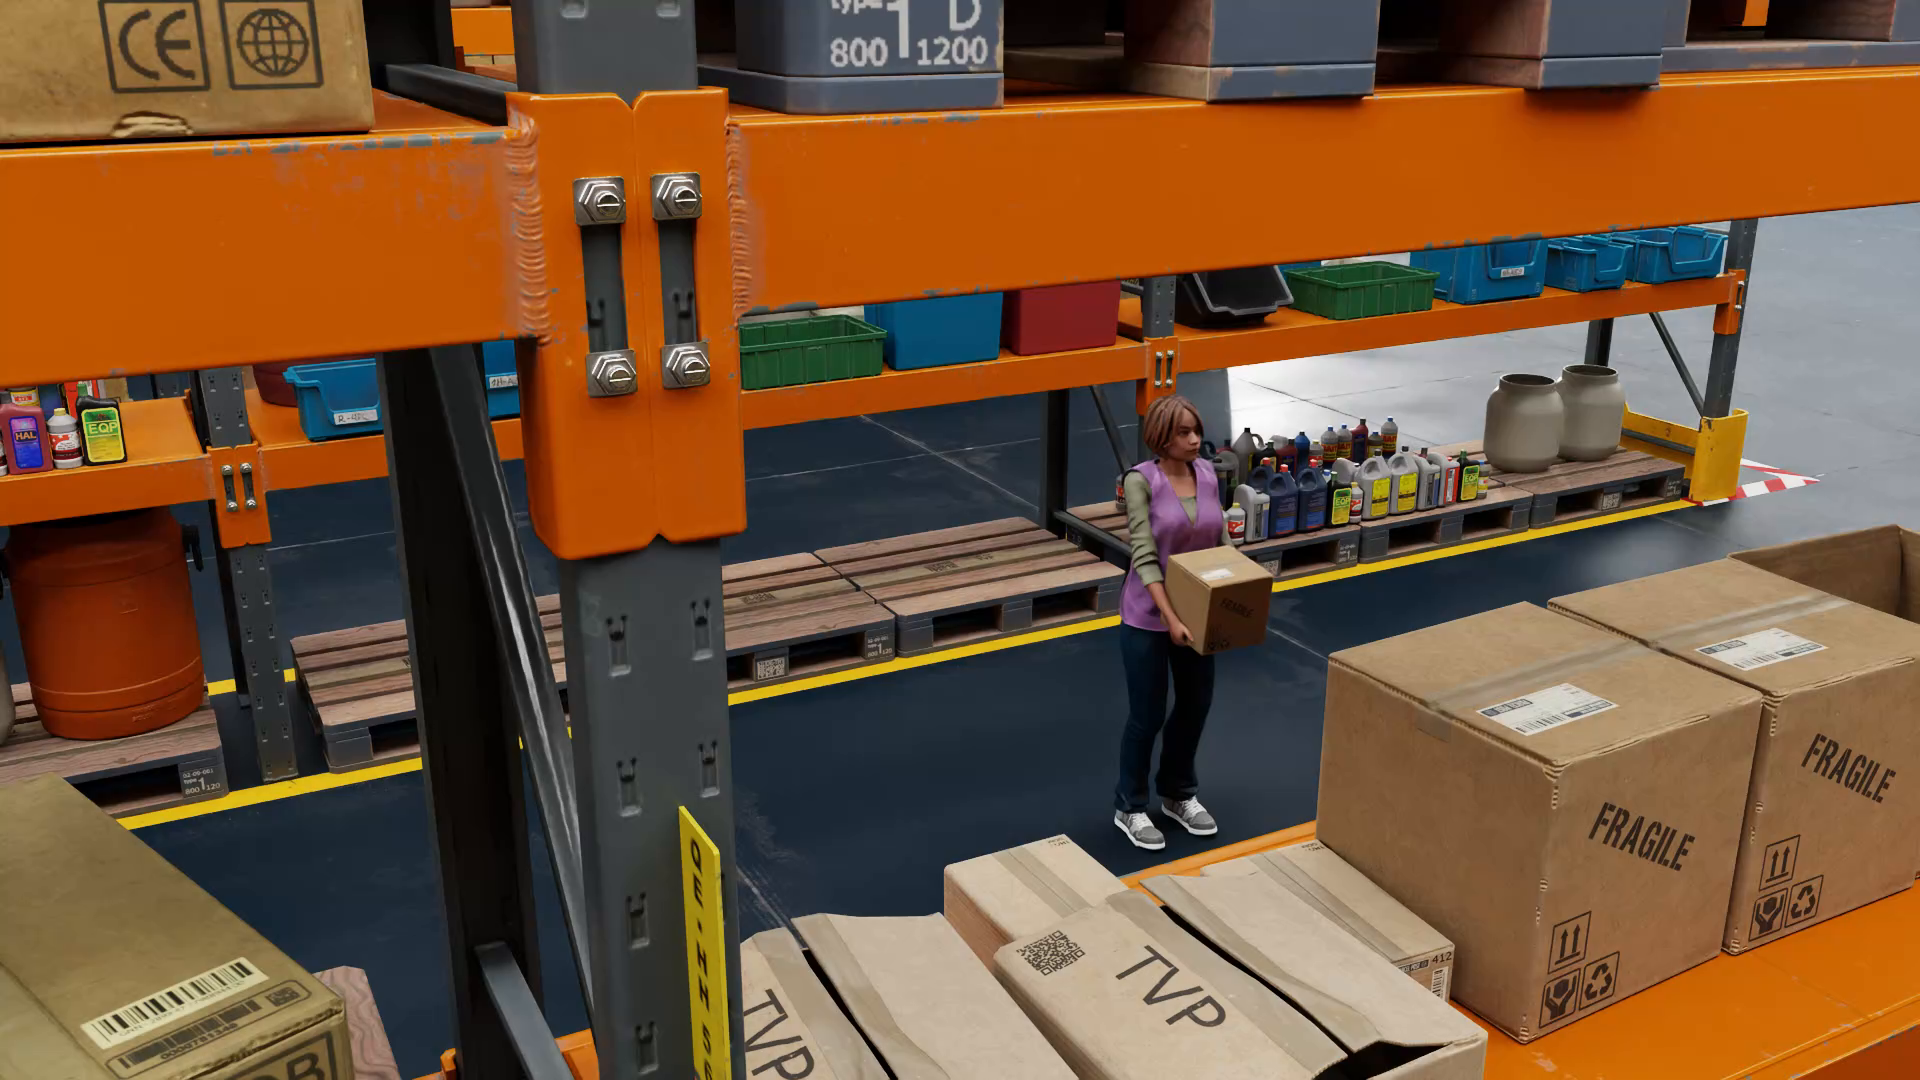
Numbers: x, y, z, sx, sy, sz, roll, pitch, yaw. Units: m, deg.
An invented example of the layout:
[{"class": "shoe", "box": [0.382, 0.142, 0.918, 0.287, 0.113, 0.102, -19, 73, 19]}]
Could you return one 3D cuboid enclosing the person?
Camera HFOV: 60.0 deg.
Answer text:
[{"class": "person", "box": [0.764, 0.308, 5.679, 0.404, 1.593, 0.494, -9, 21, -26]}]
